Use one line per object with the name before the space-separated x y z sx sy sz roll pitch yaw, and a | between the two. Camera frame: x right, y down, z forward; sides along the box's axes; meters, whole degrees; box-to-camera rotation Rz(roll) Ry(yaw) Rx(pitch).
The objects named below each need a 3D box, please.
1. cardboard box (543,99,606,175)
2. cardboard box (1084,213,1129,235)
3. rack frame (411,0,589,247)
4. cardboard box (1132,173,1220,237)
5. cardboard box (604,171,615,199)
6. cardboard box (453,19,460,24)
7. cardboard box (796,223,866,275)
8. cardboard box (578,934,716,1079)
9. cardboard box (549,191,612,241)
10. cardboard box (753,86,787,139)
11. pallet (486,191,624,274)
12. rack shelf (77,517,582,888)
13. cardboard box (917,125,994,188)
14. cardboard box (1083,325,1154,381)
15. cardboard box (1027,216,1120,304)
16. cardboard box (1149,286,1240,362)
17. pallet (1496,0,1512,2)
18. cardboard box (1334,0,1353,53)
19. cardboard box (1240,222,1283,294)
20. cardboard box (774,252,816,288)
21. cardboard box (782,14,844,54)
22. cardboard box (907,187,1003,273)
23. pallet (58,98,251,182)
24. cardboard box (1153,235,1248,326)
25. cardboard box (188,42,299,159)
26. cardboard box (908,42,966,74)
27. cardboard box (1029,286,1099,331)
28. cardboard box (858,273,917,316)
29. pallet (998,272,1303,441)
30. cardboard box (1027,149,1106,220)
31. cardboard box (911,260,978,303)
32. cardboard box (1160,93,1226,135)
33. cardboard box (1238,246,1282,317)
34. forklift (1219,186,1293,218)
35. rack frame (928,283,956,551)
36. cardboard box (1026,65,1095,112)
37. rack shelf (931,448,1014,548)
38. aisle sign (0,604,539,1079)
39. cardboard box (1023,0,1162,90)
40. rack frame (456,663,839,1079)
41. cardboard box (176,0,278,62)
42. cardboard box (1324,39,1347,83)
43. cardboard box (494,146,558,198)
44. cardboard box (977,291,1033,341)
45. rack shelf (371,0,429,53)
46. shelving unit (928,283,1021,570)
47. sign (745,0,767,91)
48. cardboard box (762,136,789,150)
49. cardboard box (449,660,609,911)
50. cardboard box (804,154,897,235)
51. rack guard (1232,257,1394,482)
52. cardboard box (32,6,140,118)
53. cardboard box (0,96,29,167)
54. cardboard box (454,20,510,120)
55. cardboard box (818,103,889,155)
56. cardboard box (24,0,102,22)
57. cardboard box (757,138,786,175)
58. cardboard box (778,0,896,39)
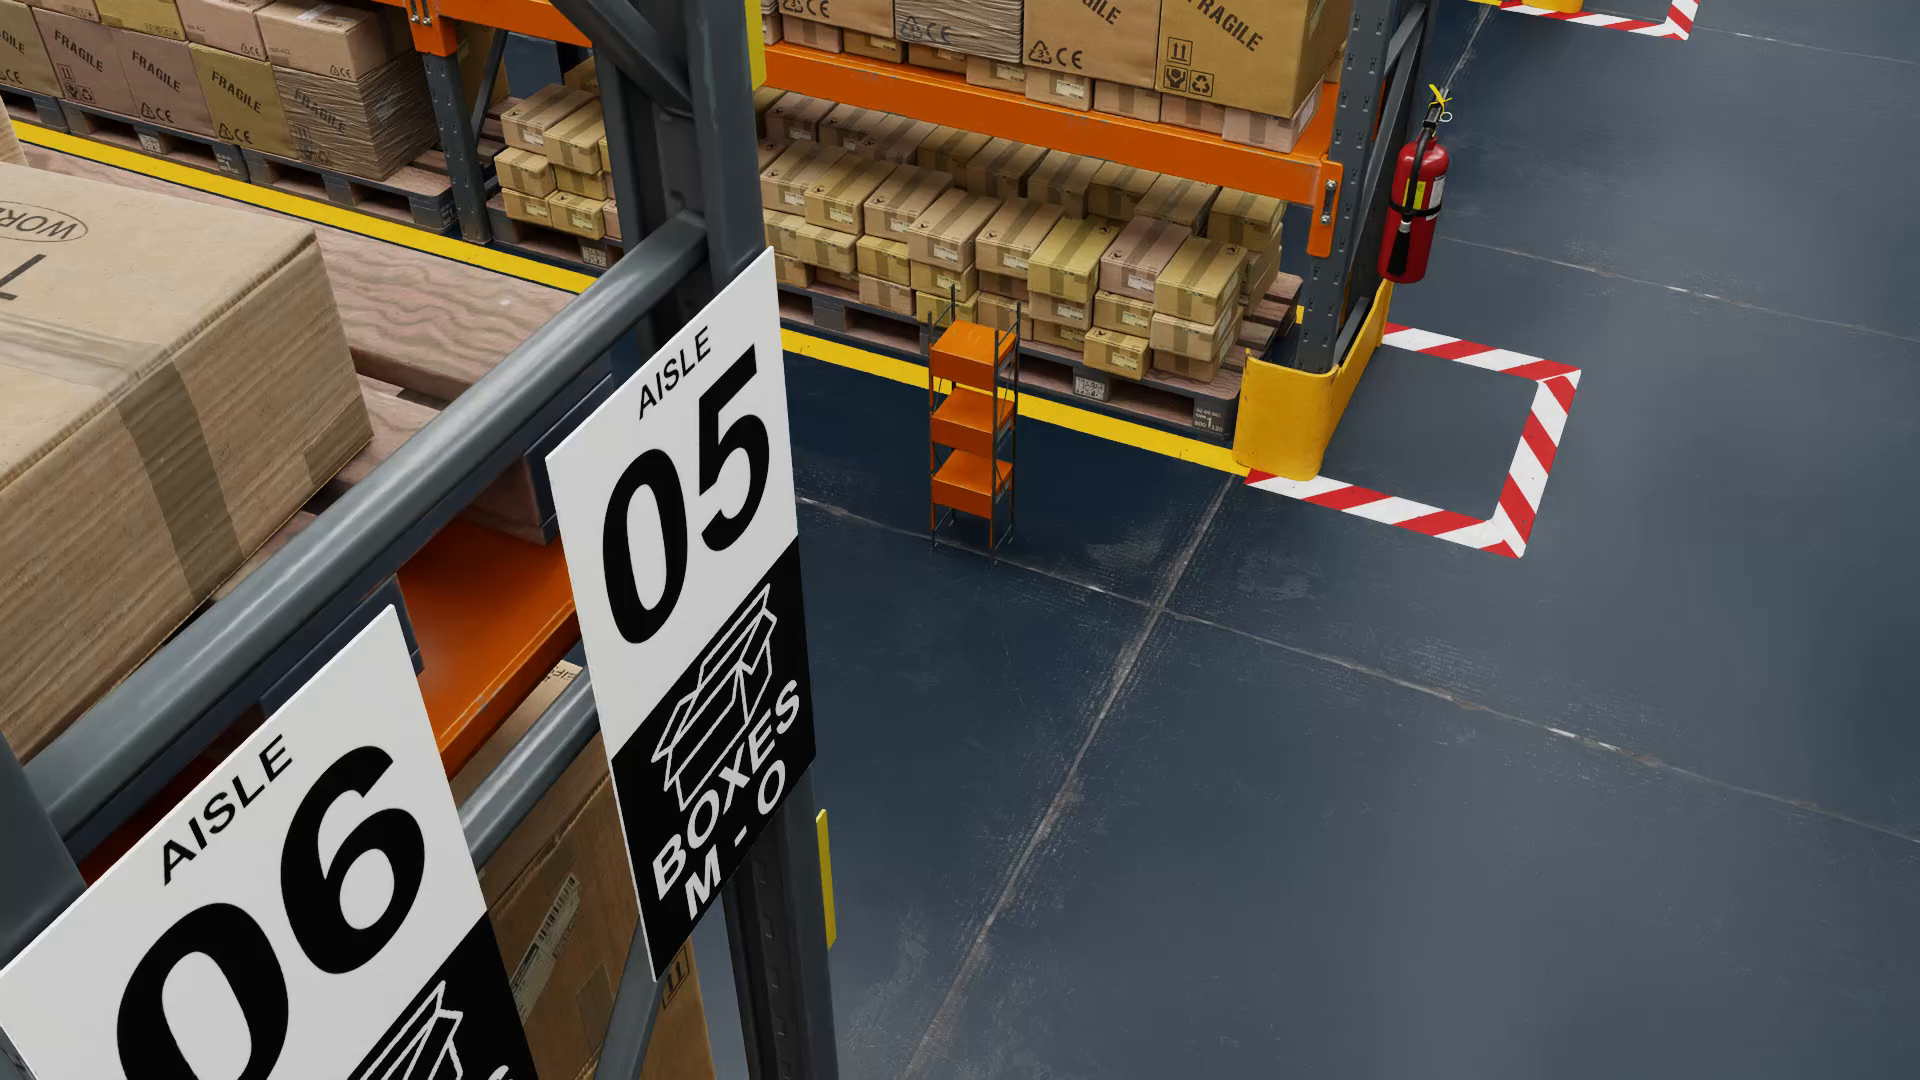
cardboard box | -1.641 -1.806 7.445 0.250 0.149 0.380 19 44 21
cardboard box | 0.685 -1.338 7.132 0.250 0.149 0.380 18 44 19
rack frame | -2.090 -2.830 7.224 0.127 3.000 1.000 17 44 19
cardboard box | 0.903 -1.380 6.954 0.250 0.149 0.380 18 44 19
cardboard box | -1.393 -1.670 7.516 0.250 0.149 0.380 17 44 18
cardboard box | -2.648 -2.689 8.077 0.500 0.250 0.500 15 43 17
cardboard box | -0.496 -1.313 7.103 0.250 0.149 0.380 17 44 19
cardboard box | -0.780 0.903 2.842 0.500 0.500 0.500 17 44 18
cardboard box | -1.655 -1.546 7.599 0.250 0.149 0.380 18 44 20
cardboard box | -0.978 -1.962 7.625 0.250 0.149 0.380 18 44 20
pallet | -1.466 -1.611 7.947 1.213 0.211 1.003 17 44 19
rack shelf | -2.279 -0.171 2.417 4.000 0.370 1.077 17 44 19
cardboard box | 0.003 -1.728 7.355 0.250 0.149 0.380 18 44 19
cardboard box | 0.694 -0.836 6.781 0.250 0.149 0.380 18 44 20
cardboard box | 0.456 -1.124 6.659 0.250 0.149 0.380 16 43 18
cardboard box | 0.936 -0.893 6.618 0.250 0.149 0.380 16 43 18
pallet | 2.966 -3.759 10.426 1.213 0.211 1.003 17 44 19
cardboard box | 1.245 -2.160 6.149 0.500 0.500 0.500 19 44 21
cardboard box | 1.169 -1.213 6.988 0.250 0.149 0.380 19 44 20
cardboard box | -0.703 -1.284 7.298 0.250 0.149 0.380 16 43 17
cardboard box | -0.495 -2.079 6.551 0.250 0.149 0.380 19 44 20
cardboard box | -0.019 -1.275 6.833 0.250 0.149 0.380 19 44 20
pallet | -3.906 -2.328 8.774 1.213 0.211 1.003 17 44 19
cardboard box | 0.948 -1.024 6.543 0.250 0.149 0.380 17 44 19
cardboard box | -3.332 -2.241 8.134 0.500 0.500 0.500 16 43 18
cardboard box | -0.010 -1.959 6.411 0.250 0.149 0.380 15 43 17
cardboard box | 0.464 -1.035 6.783 0.250 0.149 0.380 15 43 17
cardboard box | -0.235 -1.142 7.134 0.250 0.149 0.380 18 44 19
pallet | 0.745 -0.935 7.168 1.213 0.211 1.003 17 44 19
cardboard box | 0.469 -1.545 7.144 0.250 0.149 0.380 15 43 17
cardboard box | -0.010 -1.171 6.940 0.250 0.149 0.380 18 44 19
cardboard box | 0.911 -1.641 6.045 0.250 0.149 0.380 17 44 19
cardboard box | 1.196 -1.138 7.129 0.250 0.149 0.380 18 44 19
forklift | 0.364 -3.275 7.791 3.031 2.935 1.130 18 44 19
rack frame | -0.062 -0.416 5.928 0.008 1.050 0.200 17 44 19
cardboard box | 0.436 -1.758 6.180 0.250 0.149 0.380 18 44 20
rack shelf | 0.048 -0.164 6.078 0.240 0.259 0.215 17 44 19
aisle sign | -0.532 0.466 1.438 0.004 0.787 0.394 17 44 19
cardboard box | 0.554 -1.989 5.952 0.500 0.500 0.500 16 44 18
rack frame | -0.466 1.244 2.524 0.127 3.000 1.000 17 44 19
cardboard box | -3.332 -2.534 7.898 0.500 0.250 0.500 19 44 21
cardboard box | 1.380 -1.911 6.357 0.250 0.149 0.380 17 44 18
cardboard box | -1.897 -1.733 7.588 0.250 0.149 0.380 19 44 21
cardboard box | 0.262 -1.021 6.994 0.250 0.149 0.380 17 44 19
rack shelf | -3.902 -3.112 8.099 4.000 0.370 1.077 17 44 19
shelving unit | 0.048 -0.382 5.889 0.252 1.050 0.215 17 44 19
sign | -0.226 -0.577 1.608 0.005 0.325 0.100 17 44 19
cardboard box | -0.744 -1.807 7.673 0.250 0.149 0.380 18 44 20
cardboard box | -0.671 0.321 2.255 0.250 0.149 0.380 18 44 20
cardboard box | -0.460 -1.470 7.057 0.250 0.149 0.380 17 44 19
rack guard | 1.466 -0.798 6.789 0.348 0.500 1.175 17 44 19
cardboard box | -4.257 -2.528 8.464 0.500 0.500 0.500 16 43 18
cardboard box | -1.355 -0.429 1.959 0.250 0.149 0.380 19 44 20
cardboard box | -2.647 -2.406 8.323 0.500 0.500 0.500 19 44 20
cardboard box | -0.444 -1.874 7.524 0.250 0.149 0.380 16 43 17
cardboard box | -4.290 -2.815 8.223 0.500 0.250 0.500 17 44 19
cardboard box | -0.949 -1.588 7.193 0.250 0.149 0.380 18 44 20
cardboard box | -0.357 -2.268 6.273 0.500 0.500 0.500 19 44 21
